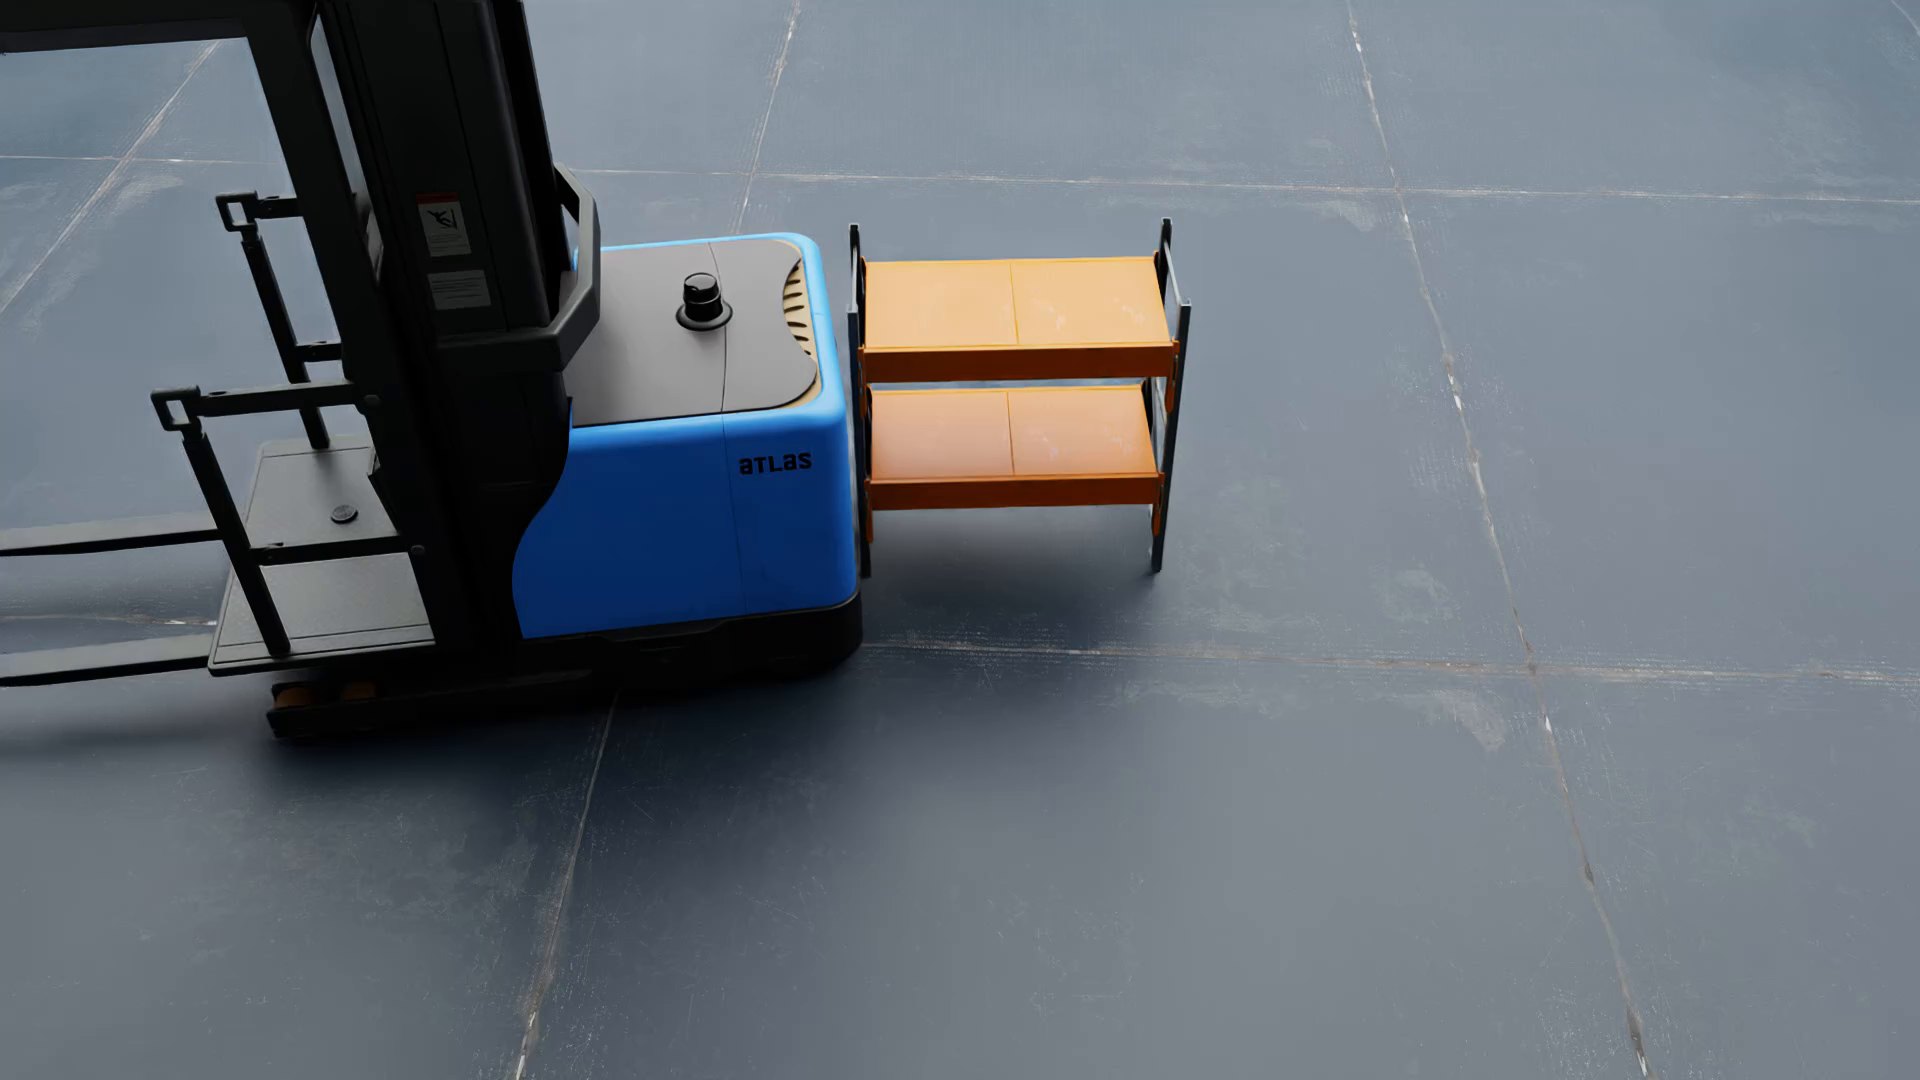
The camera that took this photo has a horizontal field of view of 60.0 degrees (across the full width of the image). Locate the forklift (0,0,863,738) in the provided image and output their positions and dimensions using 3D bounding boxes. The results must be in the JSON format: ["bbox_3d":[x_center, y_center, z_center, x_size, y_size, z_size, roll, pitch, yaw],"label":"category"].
[{"bbox_3d":[-1.882,-0.835,4.694,3.031,2.935,1.130,-6,43,-6],"label":"forklift"}]

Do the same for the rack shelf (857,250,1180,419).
[{"bbox_3d":[0.173,-0.674,5.418,1.000,0.278,0.538,-1,43,-1],"label":"rack shelf"}]

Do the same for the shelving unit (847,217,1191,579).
[{"bbox_3d":[0.173,-0.460,5.617,1.048,1.125,0.538,-1,43,-1],"label":"shelving unit"}]

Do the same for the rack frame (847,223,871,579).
[{"bbox_3d":[-0.335,-0.448,5.604,0.032,1.125,0.500,-1,43,-1],"label":"rack frame"}]

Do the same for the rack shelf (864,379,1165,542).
[{"bbox_3d":[0.173,-0.281,5.784,1.000,0.278,0.538,-1,43,-1],"label":"rack shelf"}]

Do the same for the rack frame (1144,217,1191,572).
[{"bbox_3d":[0.681,-0.471,5.630,0.032,1.125,0.500,-1,43,-1],"label":"rack frame"}]
